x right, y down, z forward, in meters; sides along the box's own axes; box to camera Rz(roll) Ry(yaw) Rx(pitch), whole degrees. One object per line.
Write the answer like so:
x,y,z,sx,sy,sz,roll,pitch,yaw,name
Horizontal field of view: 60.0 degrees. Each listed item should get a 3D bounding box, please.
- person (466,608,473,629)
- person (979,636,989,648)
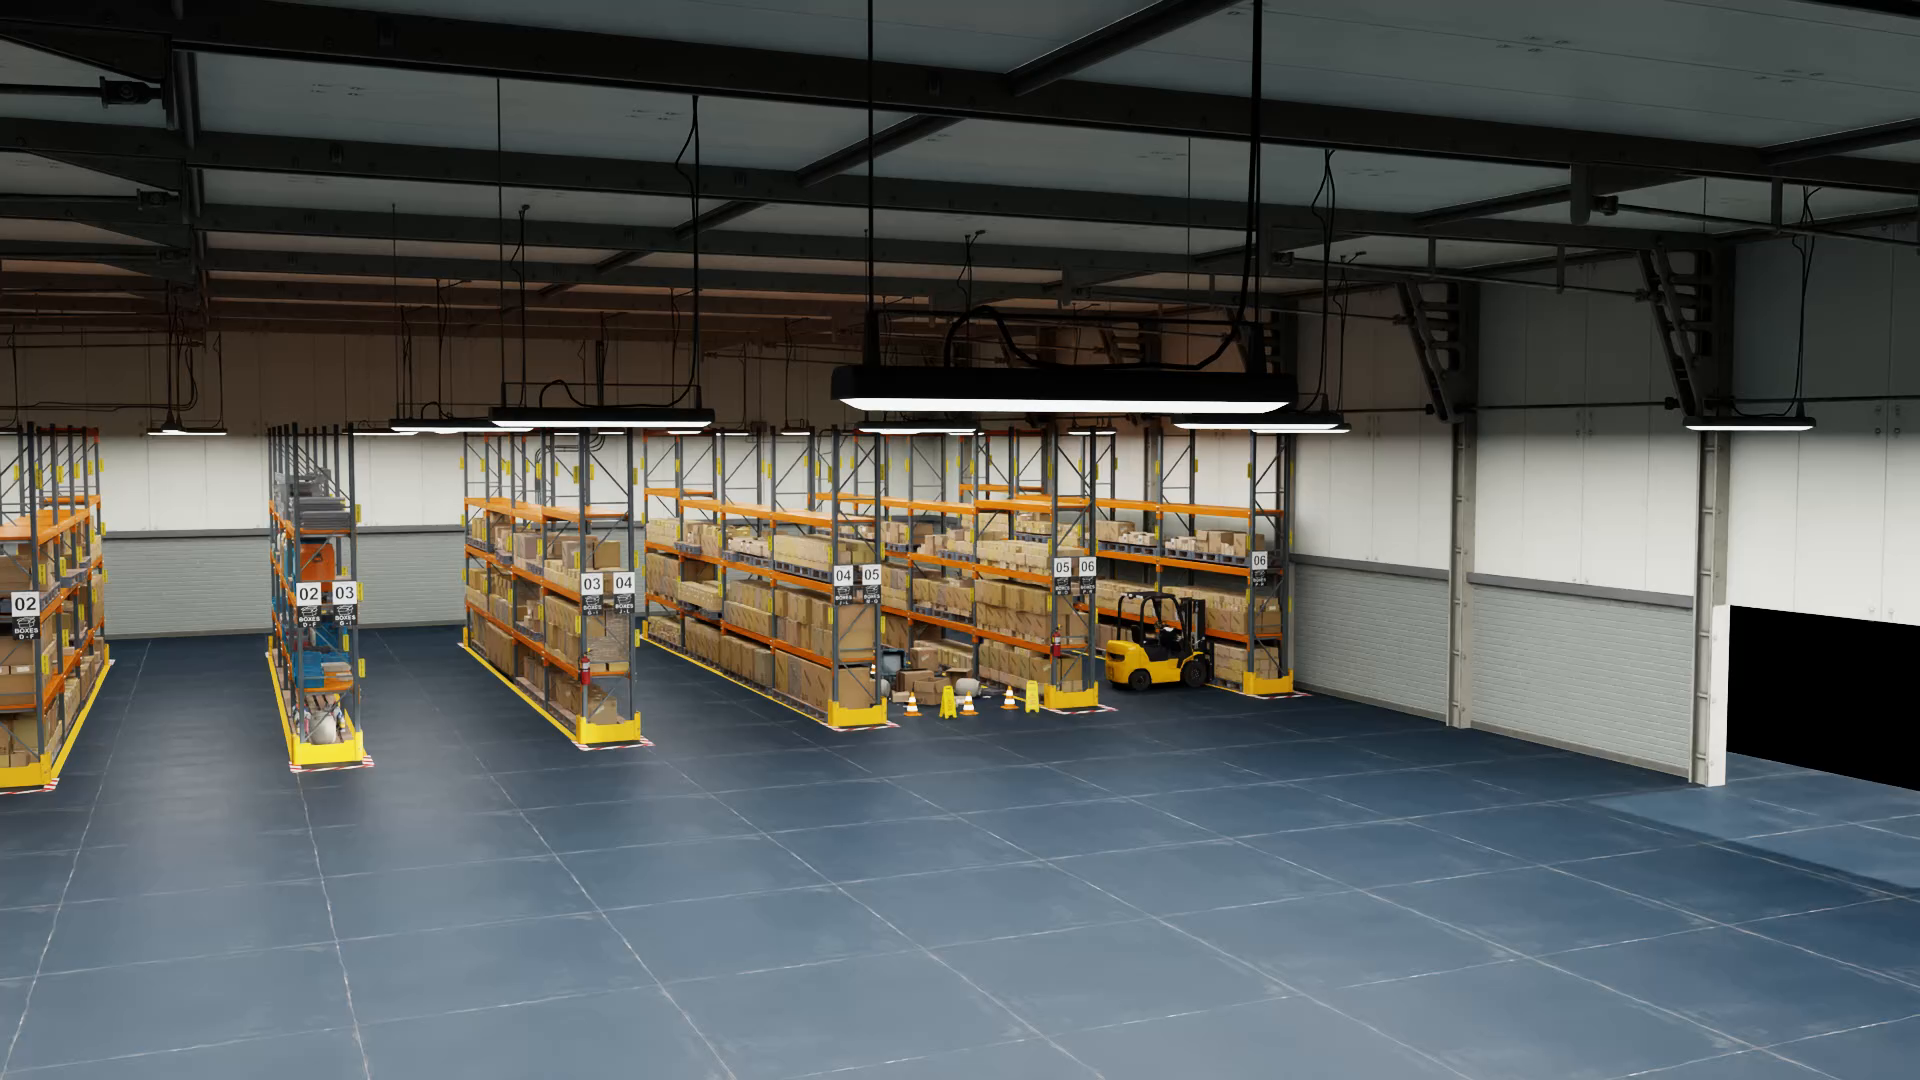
-14.391,1.874,49.362,1.082,1.610,0.477,3,4,38,person
0.681,2.271,43.170,0.539,1.646,0.503,-2,4,-29,person
